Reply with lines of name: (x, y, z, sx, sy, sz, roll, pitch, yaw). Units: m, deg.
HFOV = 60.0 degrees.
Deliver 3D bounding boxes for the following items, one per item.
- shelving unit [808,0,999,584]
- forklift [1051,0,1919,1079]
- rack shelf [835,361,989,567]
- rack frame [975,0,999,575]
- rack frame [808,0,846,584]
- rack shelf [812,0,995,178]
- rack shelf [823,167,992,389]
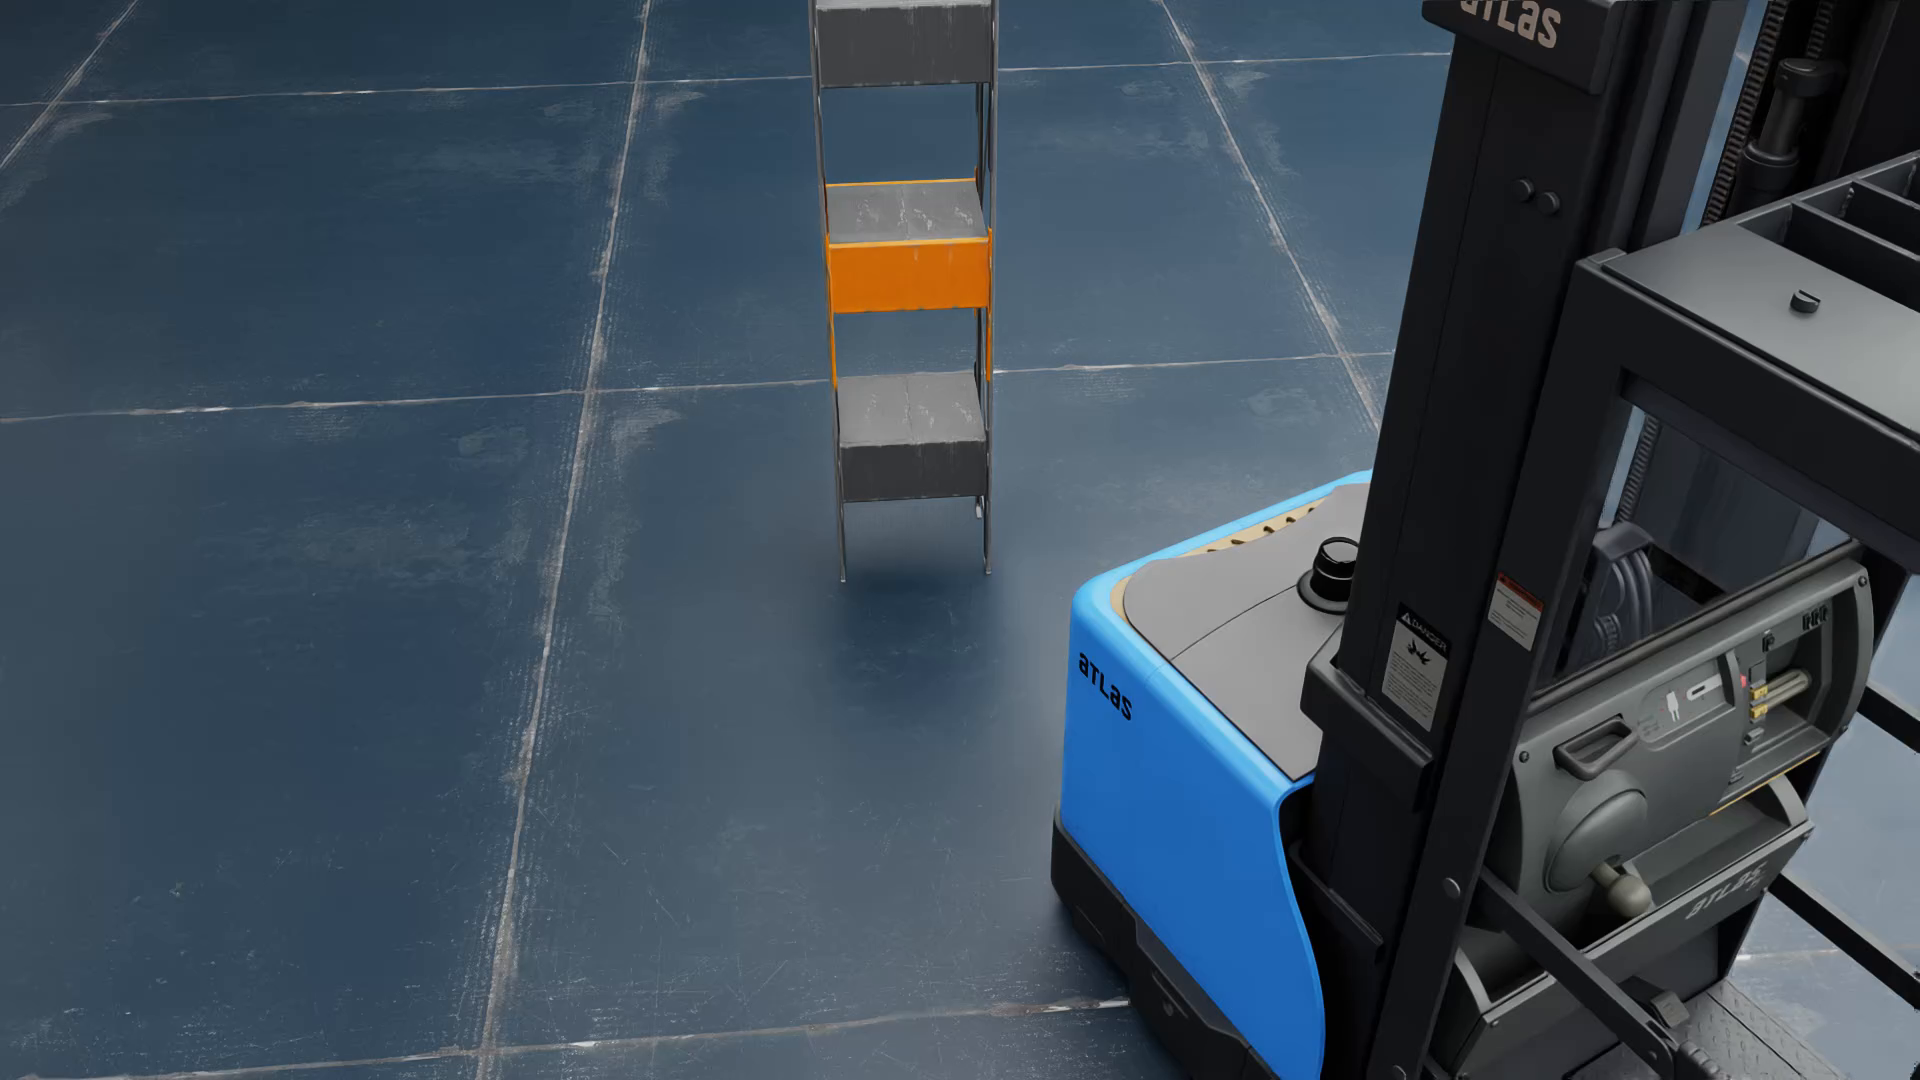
shelving unit: (-0.165, -0.815, 5.088, 0.503, 2.100, 0.431, -3, 38, -4)
forklift: (1.436, 0.426, 2.844, 1.130, 2.935, 3.031, -20, 43, -24)
rack shelf: (-0.165, -0.255, 5.530, 0.480, 0.518, 0.431, -3, 38, -4)
rack frame: (0.078, -0.829, 5.105, 0.015, 2.100, 0.400, -3, 38, -4)
rack frame: (-0.408, -0.802, 5.071, 0.015, 2.100, 0.400, -3, 38, -4)
rack shelf: (-0.165, -1.354, 4.663, 0.480, 0.518, 0.431, -3, 38, -4)
rack shelf: (-0.165, -0.805, 5.097, 0.480, 0.518, 0.431, -3, 38, -4)
